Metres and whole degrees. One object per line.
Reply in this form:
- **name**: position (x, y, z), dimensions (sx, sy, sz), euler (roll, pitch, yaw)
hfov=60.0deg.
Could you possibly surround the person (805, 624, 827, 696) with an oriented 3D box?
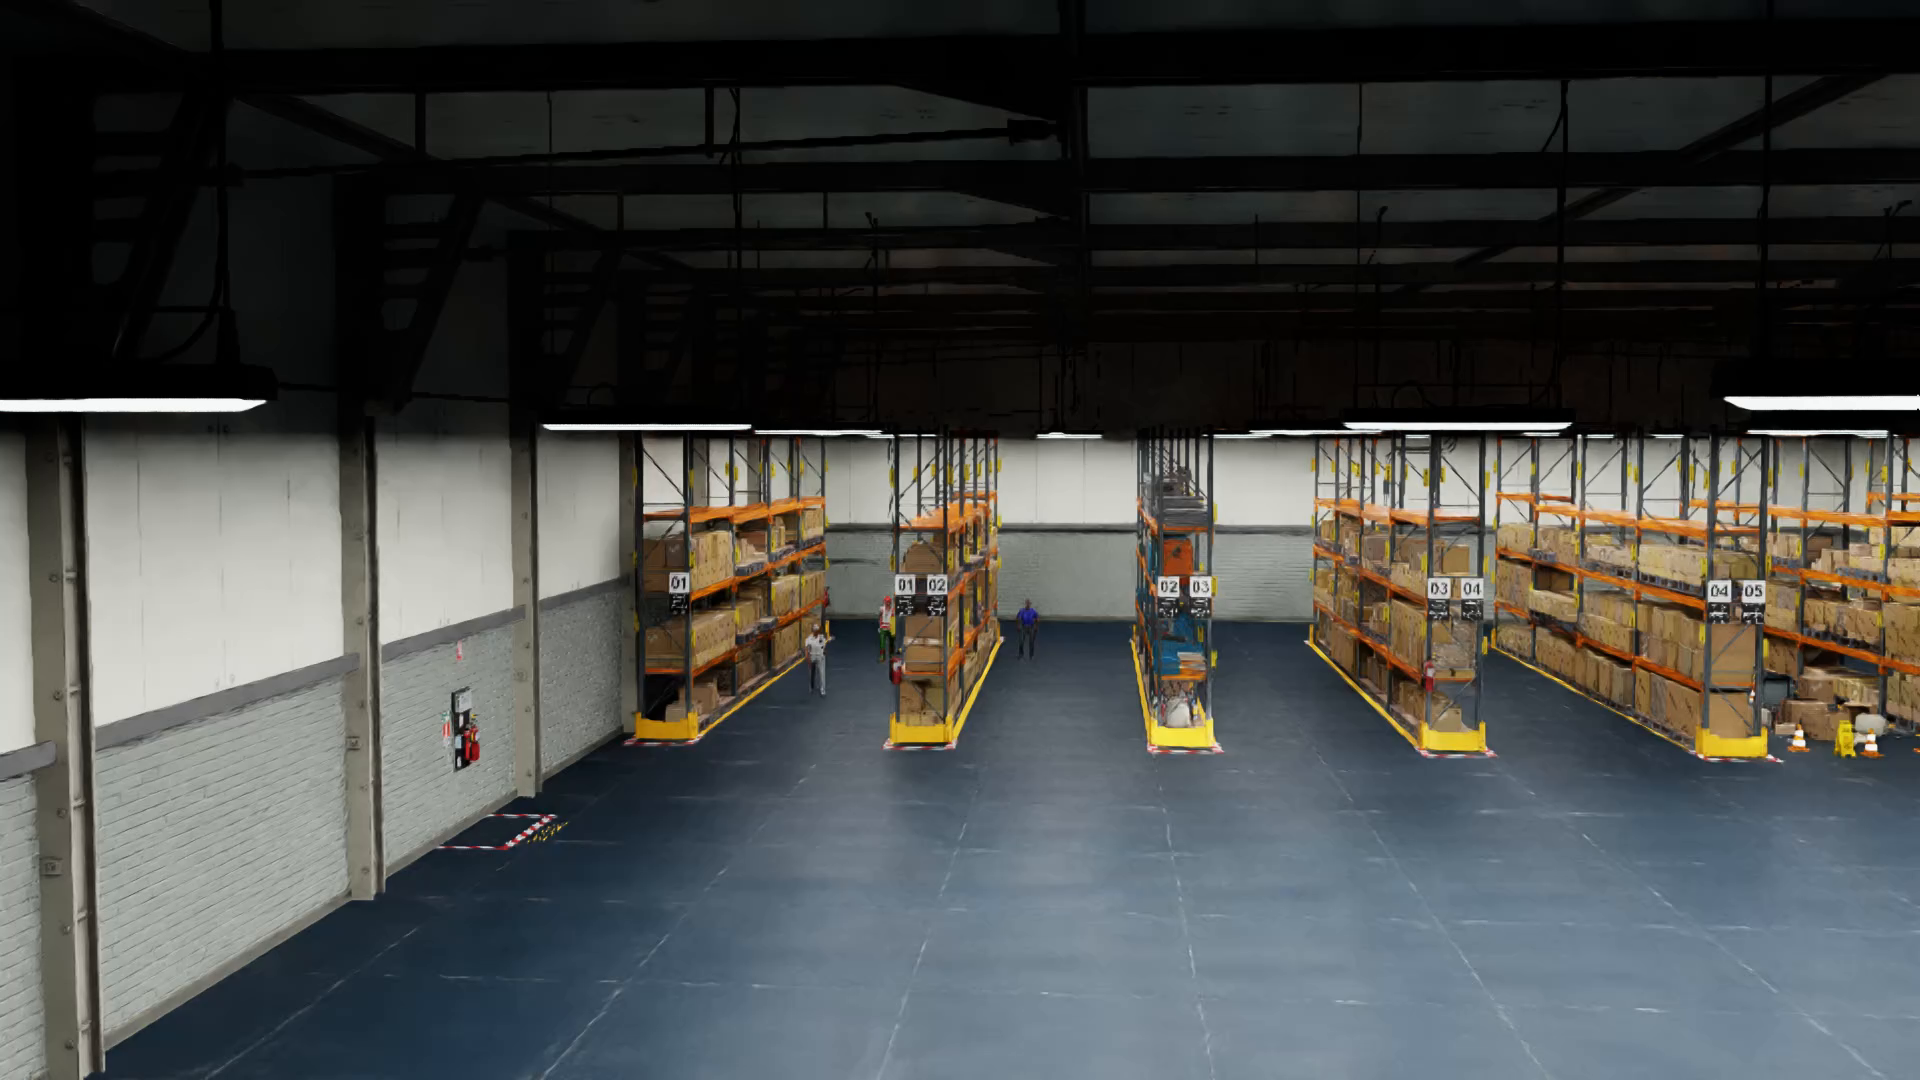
- **person**: position (-3.226, 2.676, 37.223), dimensions (0.490, 1.602, 1.004), euler (0, 3, -4)

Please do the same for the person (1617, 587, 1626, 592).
- **person**: position (18.370, 2.109, 46.015), dimensions (0.486, 1.713, 0.629), euler (-1, 3, -9)

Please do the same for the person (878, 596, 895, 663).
- **person**: position (-1.860, 2.283, 42.863), dimensions (0.549, 1.711, 1.145), euler (0, 3, 2)

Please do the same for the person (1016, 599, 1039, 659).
- **person**: position (1.754, 2.328, 43.350), dimensions (0.595, 1.596, 0.524), euler (0, 3, 1)

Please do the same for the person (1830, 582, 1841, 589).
- **person**: position (24.629, 2.026, 46.649), dimensions (0.389, 1.765, 0.647), euler (-2, 4, -24)
